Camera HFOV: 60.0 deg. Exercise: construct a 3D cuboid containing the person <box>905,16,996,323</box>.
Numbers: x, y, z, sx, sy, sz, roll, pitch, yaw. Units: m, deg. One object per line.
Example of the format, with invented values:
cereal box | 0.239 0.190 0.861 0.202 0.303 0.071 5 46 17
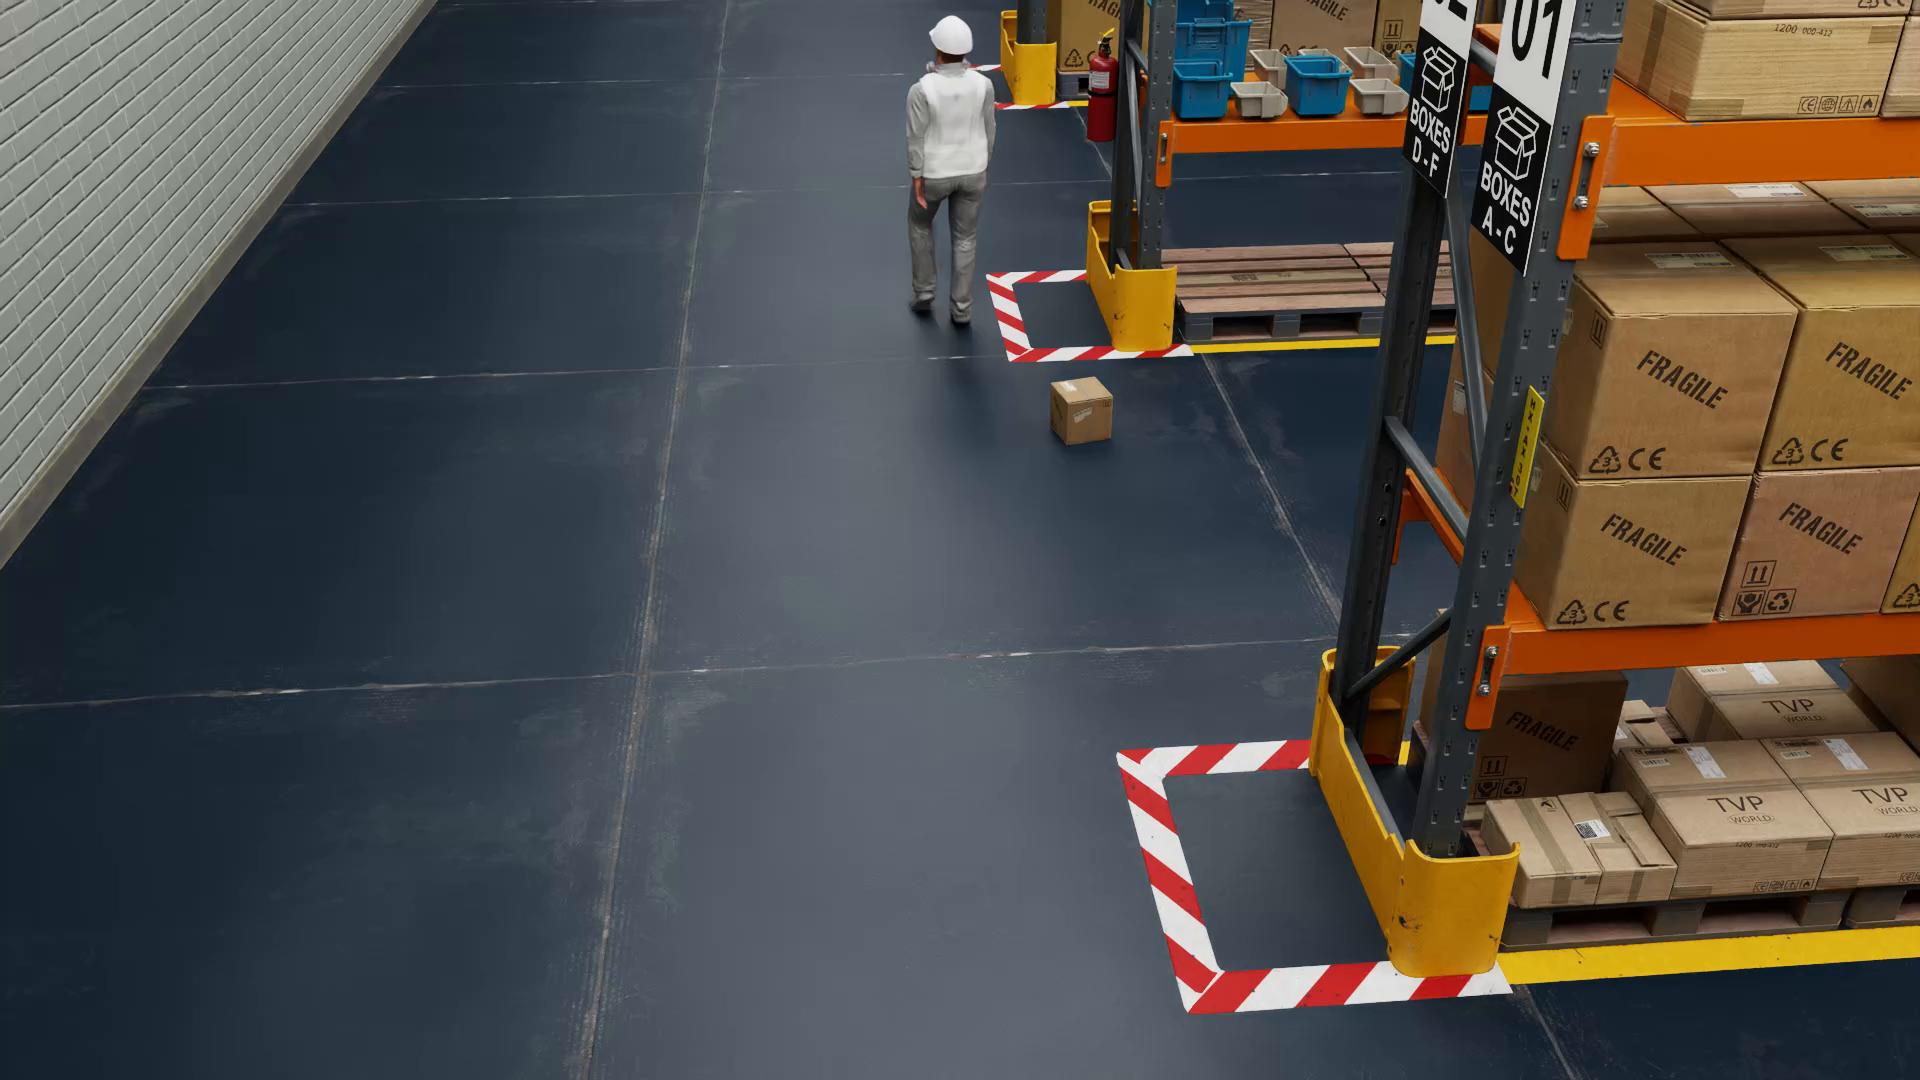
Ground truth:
person | -0.064 -2.121 9.675 0.552 1.836 0.541 -7 32 -11
